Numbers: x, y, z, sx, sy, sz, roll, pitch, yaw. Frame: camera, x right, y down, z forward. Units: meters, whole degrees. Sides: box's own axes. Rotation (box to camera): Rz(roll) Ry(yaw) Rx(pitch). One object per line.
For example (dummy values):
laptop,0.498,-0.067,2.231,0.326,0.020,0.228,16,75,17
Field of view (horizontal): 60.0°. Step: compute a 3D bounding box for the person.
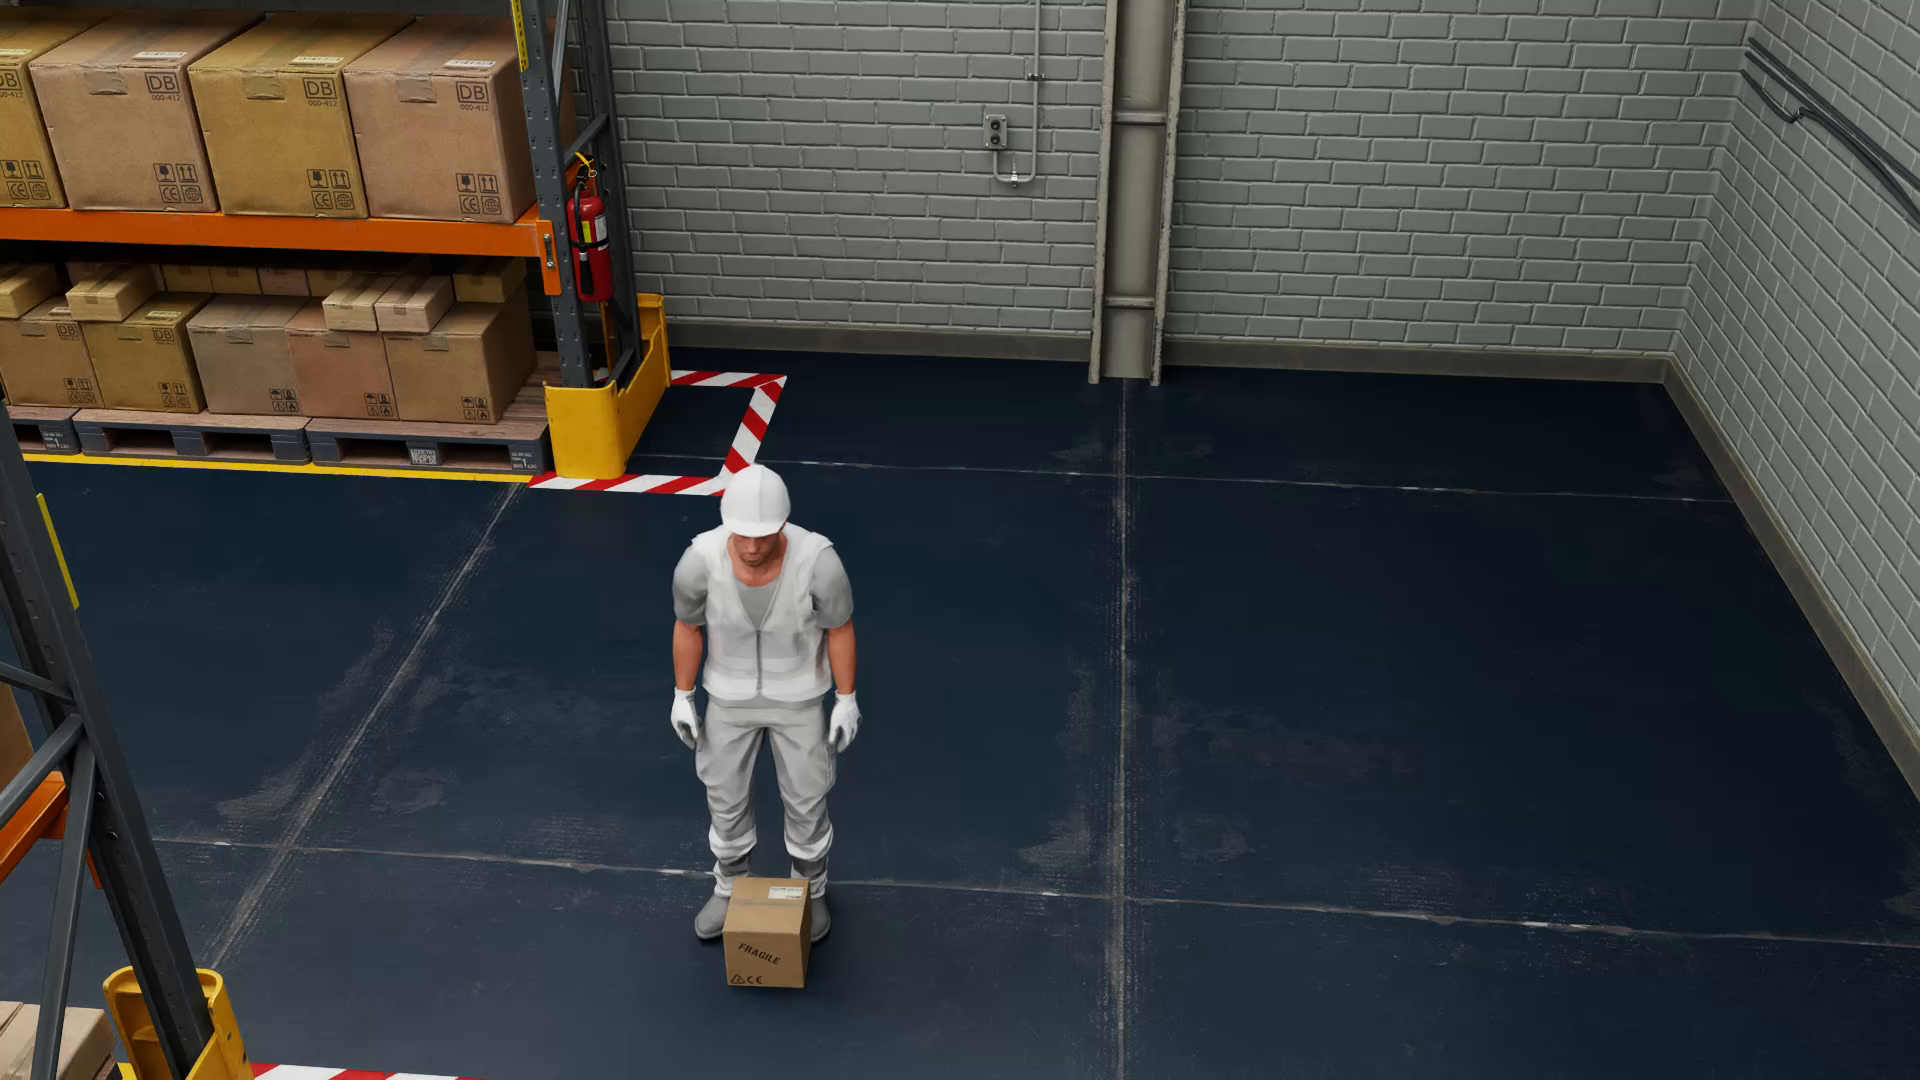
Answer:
person,-0.617,0.524,5.274,0.609,1.777,0.453,1,32,2
